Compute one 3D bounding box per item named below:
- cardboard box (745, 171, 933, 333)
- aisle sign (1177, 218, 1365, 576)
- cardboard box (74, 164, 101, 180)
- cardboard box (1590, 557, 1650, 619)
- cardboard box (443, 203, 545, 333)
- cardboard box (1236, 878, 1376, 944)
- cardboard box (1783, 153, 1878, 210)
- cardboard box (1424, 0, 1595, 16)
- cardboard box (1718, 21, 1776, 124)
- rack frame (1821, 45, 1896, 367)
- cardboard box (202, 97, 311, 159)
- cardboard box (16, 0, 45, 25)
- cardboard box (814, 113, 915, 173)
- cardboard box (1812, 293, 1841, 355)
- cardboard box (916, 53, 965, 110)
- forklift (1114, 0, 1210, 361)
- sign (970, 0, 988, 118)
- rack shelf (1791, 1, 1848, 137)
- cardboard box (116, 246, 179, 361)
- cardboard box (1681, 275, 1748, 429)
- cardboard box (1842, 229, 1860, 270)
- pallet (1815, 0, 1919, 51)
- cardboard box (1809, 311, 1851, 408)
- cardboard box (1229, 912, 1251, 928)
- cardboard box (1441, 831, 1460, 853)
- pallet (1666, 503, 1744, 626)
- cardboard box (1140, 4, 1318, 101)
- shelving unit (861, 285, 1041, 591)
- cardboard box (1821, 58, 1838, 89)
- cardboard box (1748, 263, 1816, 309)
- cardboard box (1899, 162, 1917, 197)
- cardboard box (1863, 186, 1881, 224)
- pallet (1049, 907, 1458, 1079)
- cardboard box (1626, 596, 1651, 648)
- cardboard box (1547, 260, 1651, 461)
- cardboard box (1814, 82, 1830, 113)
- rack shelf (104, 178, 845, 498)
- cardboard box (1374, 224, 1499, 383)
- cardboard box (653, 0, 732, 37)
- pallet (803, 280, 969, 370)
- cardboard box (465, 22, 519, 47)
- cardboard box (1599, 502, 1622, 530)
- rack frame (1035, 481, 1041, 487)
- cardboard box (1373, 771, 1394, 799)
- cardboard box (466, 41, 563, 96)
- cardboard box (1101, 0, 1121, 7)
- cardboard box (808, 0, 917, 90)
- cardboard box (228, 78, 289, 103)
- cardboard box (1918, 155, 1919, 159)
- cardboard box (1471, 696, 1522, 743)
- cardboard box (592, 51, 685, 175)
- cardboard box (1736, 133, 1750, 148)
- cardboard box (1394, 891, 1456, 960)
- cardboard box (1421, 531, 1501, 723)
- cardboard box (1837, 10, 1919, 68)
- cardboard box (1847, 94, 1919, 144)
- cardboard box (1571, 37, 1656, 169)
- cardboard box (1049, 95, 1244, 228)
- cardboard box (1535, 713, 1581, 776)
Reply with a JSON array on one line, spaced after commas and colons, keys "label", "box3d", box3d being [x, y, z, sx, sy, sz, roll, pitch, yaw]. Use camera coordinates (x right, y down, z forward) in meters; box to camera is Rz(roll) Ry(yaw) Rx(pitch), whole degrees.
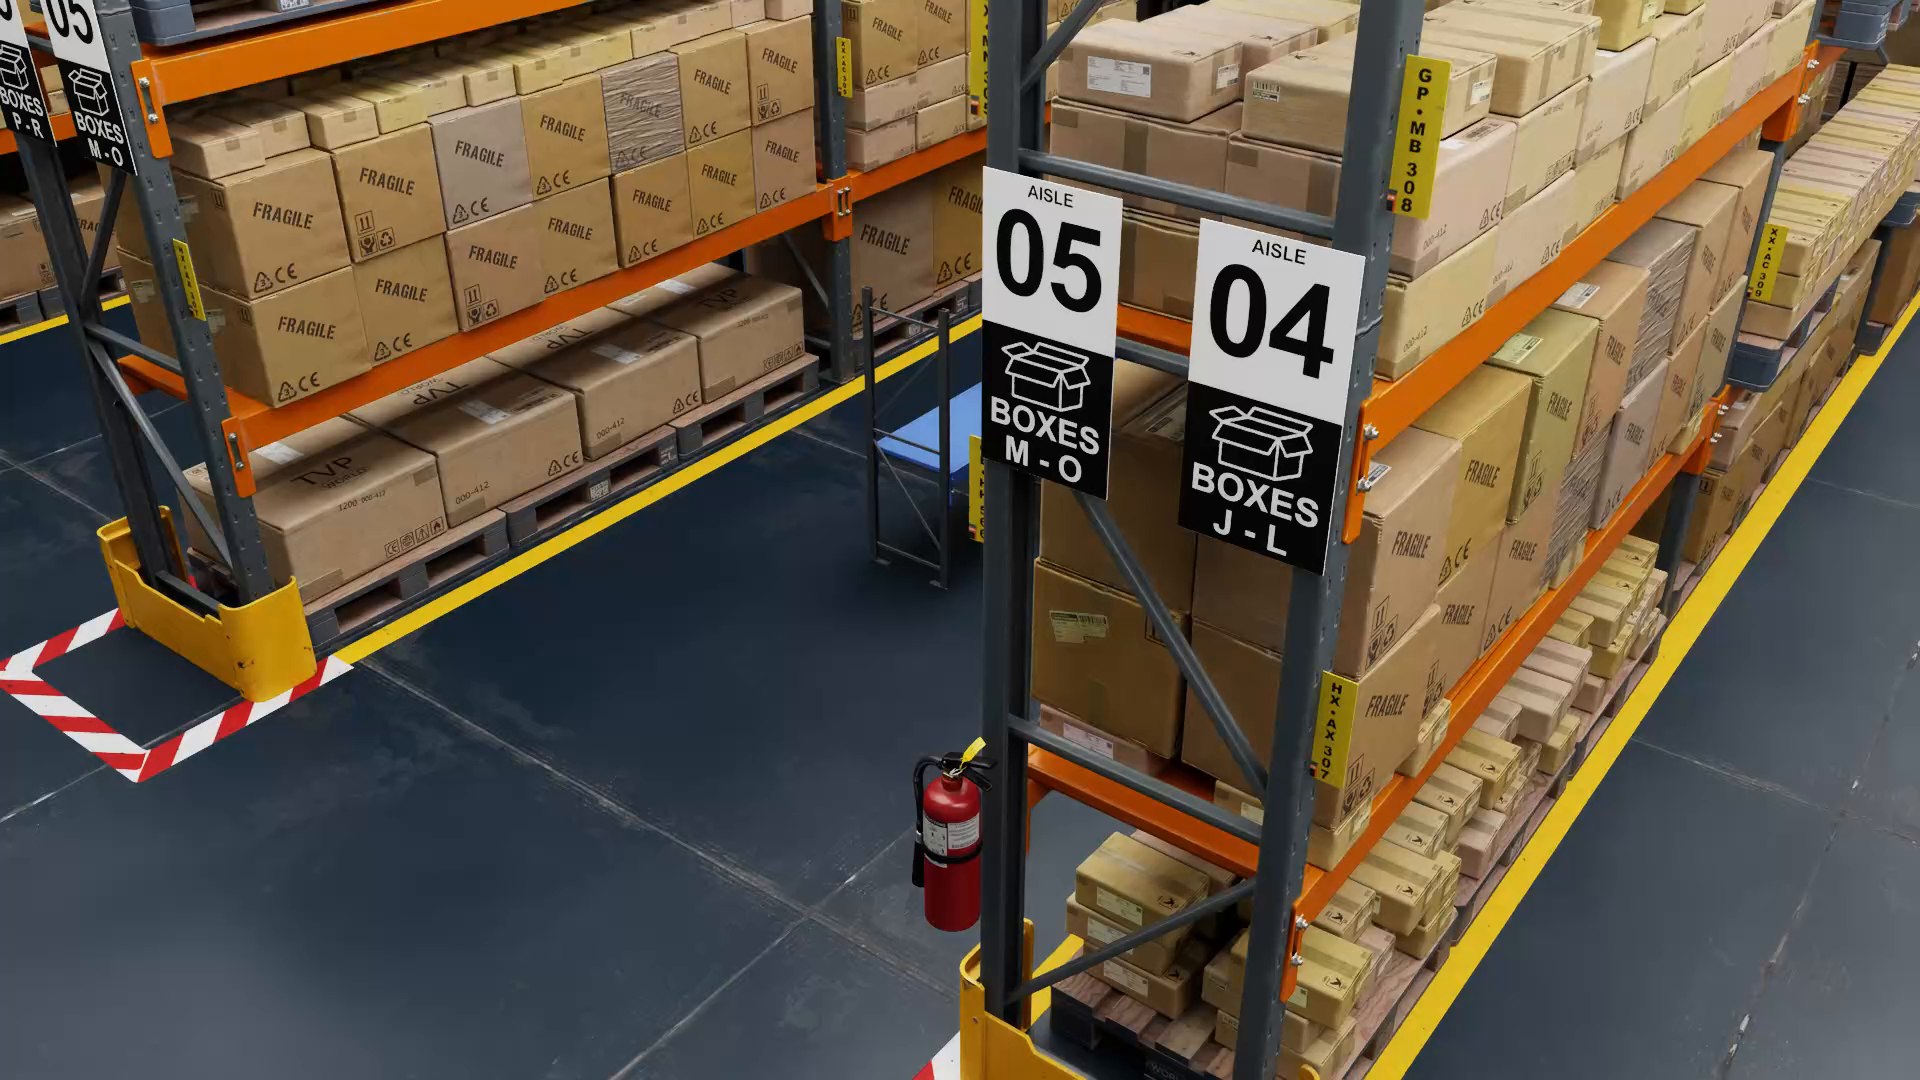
[{"label": "cardboard box", "box3d": [-0.785, -1.970, 10.804, 0.875, 0.875, 0.875, 22, 37, 33]}, {"label": "aisle sign", "box3d": [0.692, -0.315, 3.790, 0.394, 0.787, 0.004, 21, 37, 31]}, {"label": "cardboard box", "box3d": [-5.851, -2.409, 11.913, 0.700, 0.500, 0.500, 20, 36, 30]}, {"label": "cardboard box", "box3d": [2.782, 0.186, 7.295, 0.380, 0.149, 0.250, 22, 37, 32]}, {"label": "cardboard box", "box3d": [-2.387, -1.366, 8.015, 0.500, 0.500, 0.500, 21, 37, 31]}, {"label": "cardboard box", "box3d": [1.155, 1.214, 5.561, 0.380, 0.149, 0.250, 22, 37, 32]}, {"label": "cardboard box", "box3d": [4.143, -1.715, 7.953, 0.380, 0.149, 0.250, 21, 36, 31]}, {"label": "cardboard box", "box3d": [1.483, -1.414, 4.518, 0.380, 0.149, 0.250, 22, 37, 33]}, {"label": "cardboard box", "box3d": [2.520, -1.688, 5.862, 0.500, 0.250, 0.500, 21, 37, 31]}, {"label": "rack frame", "box3d": [5.326, -2.570, 10.145, 1.000, 3.000, 0.127, 21, 37, 31]}, {"label": "cardboard box", "box3d": [-2.974, -1.741, 7.030, 0.380, 0.149, 0.250, 22, 37, 32]}, {"label": "cardboard box", "box3d": [-6.076, -3.424, 10.706, 0.500, 0.500, 0.500, 22, 37, 32]}, {"label": "cardboard box", "box3d": [-0.620, -2.460, 10.106, 0.500, 0.250, 0.500, 20, 36, 30]}, {"label": "cardboard box", "box3d": [4.507, -1.229, 9.186, 0.500, 0.250, 0.500, 22, 37, 32]}, {"label": "cardboard box", "box3d": [-0.313, -2.890, 10.341, 0.500, 0.250, 0.500, 22, 37, 32]}, {"label": "forklift", "box3d": [1.731, -2.226, 9.631, 1.130, 2.935, 3.031, 25, 39, 35]}, {"label": "sign", "box3d": [0.067, -1.169, 3.970, 0.100, 0.325, 0.005, 21, 37, 31]}, {"label": "rack shelf", "box3d": [4.119, -2.738, 8.192, 1.077, 0.370, 4.000, 21, 37, 31]}, {"label": "cardboard box", "box3d": [-3.430, -1.122, 7.602, 0.500, 0.500, 0.500, 21, 37, 32]}, {"label": "cardboard box", "box3d": [2.845, -0.832, 6.822, 0.500, 0.500, 0.500, 21, 37, 31]}, {"label": "cardboard box", "box3d": [4.139, -1.456, 8.099, 0.380, 0.149, 0.250, 19, 36, 29]}, {"label": "pallet", "box3d": [3.369, -2.372, 7.053, 1.213, 0.211, 1.003, 21, 37, 31]}, {"label": "cardboard box", "box3d": [4.821, -1.118, 9.734, 0.500, 0.500, 0.500, 23, 38, 33]}, {"label": "cardboard box", "box3d": [0.951, 1.232, 6.113, 0.380, 0.149, 0.250, 21, 37, 31]}, {"label": "cardboard box", "box3d": [1.631, 1.037, 6.151, 0.380, 0.149, 0.250, 19, 36, 29]}, {"label": "pallet", "box3d": [3.380, -0.062, 8.647, 1.003, 0.211, 1.213, 21, 37, 31]}, {"label": "cardboard box", "box3d": [0.673, -1.233, 4.213, 0.380, 0.149, 0.250, 22, 37, 32]}, {"label": "shelving unit", "box3d": [0.051, -0.680, 8.426, 0.538, 1.500, 1.048, 21, 37, 31]}, {"label": "cardboard box", "box3d": [4.890, -2.769, 9.731, 0.380, 0.149, 0.250, 21, 37, 31]}, {"label": "cardboard box", "box3d": [3.516, -1.164, 7.314, 0.380, 0.149, 0.250, 22, 37, 32]}, {"label": "cardboard box", "box3d": [4.935, -1.996, 9.010, 0.380, 0.149, 0.250, 21, 36, 31]}, {"label": "cardboard box", "box3d": [4.304, -1.699, 8.217, 0.380, 0.149, 0.250, 20, 36, 31]}, {"label": "pallet", "box3d": [1.062, 1.531, 5.960, 1.003, 0.211, 1.213, 21, 37, 31]}, {"label": "cardboard box", "box3d": [2.822, 0.313, 7.372, 0.380, 0.149, 0.250, 19, 36, 29]}, {"label": "cardboard box", "box3d": [1.916, -0.640, 5.518, 0.500, 0.500, 0.500, 20, 36, 30]}, {"label": "cardboard box", "box3d": [4.875, -2.636, 9.799, 0.380, 0.149, 0.250, 23, 38, 33]}, {"label": "rack shelf", "box3d": [-2.303, -1.304, 8.715, 1.077, 0.370, 4.000, 21, 37, 31]}, {"label": "cardboard box", "box3d": [0.972, -0.648, 4.107, 0.500, 0.250, 0.500, 23, 37, 33]}, {"label": "cardboard box", "box3d": [-1.432, -2.784, 8.790, 0.380, 0.149, 0.250, 21, 37, 31]}, {"label": "pallet", "box3d": [-0.690, -1.564, 11.182, 1.003, 0.211, 1.213, 21, 37, 31]}, {"label": "cardboard box", "box3d": [-2.428, -2.517, 8.341, 0.380, 0.149, 0.250, 21, 37, 31]}, {"label": "cardboard box", "box3d": [2.333, -0.203, 6.397, 0.380, 0.149, 0.250, 19, 36, 29]}, {"label": "rack frame", "box3d": [0.358, -0.887, 8.775, 0.500, 1.500, 0.032, 21, 37, 31]}, {"label": "cardboard box", "box3d": [1.075, 0.642, 4.970, 0.380, 0.149, 0.250, 23, 37, 33]}, {"label": "cardboard box", "box3d": [-2.106, -2.230, 7.855, 0.380, 0.149, 0.250, 20, 36, 30]}, {"label": "cardboard box", "box3d": [0.912, -4.024, 11.519, 0.500, 0.500, 0.500, 22, 37, 32]}, {"label": "cardboard box", "box3d": [-0.601, -2.990, 9.775, 0.500, 0.500, 0.500, 22, 37, 32]}, {"label": "cardboard box", "box3d": [-3.231, -2.002, 7.471, 0.380, 0.149, 0.250, 21, 36, 31]}, {"label": "cardboard box", "box3d": [5.075, -2.213, 9.085, 0.380, 0.149, 0.250, 22, 37, 32]}, {"label": "cardboard box", "box3d": [1.938, 0.690, 6.444, 0.380, 0.149, 0.250, 21, 37, 31]}, {"label": "cardboard box", "box3d": [-1.773, -2.210, 8.458, 0.500, 0.500, 0.500, 22, 37, 32]}, {"label": "cardboard box", "box3d": [3.786, -2.026, 8.477, 0.380, 0.149, 0.250, 19, 36, 29]}, {"label": "cardboard box", "box3d": [1.547, 1.308, 5.985, 0.380, 0.149, 0.250, 22, 37, 32]}, {"label": "cardboard box", "box3d": [1.291, 0.188, 5.102, 0.500, 0.500, 0.500, 21, 37, 31]}, {"label": "cardboard box", "box3d": [5.605, -3.223, 10.167, 0.700, 0.500, 0.500, 21, 37, 31]}, {"label": "cardboard box", "box3d": [4.926, -2.241, 8.840, 0.380, 0.149, 0.250, 22, 37, 33]}, {"label": "cardboard box", "box3d": [1.598, -1.272, 4.669, 0.500, 0.250, 0.500, 22, 37, 32]}, {"label": "cardboard box", "box3d": [0.572, -1.025, 4.252, 0.500, 0.250, 0.500, 20, 36, 30]}, {"label": "cardboard box", "box3d": [2.322, 0.786, 6.866, 0.380, 0.149, 0.250, 21, 37, 31]}]
